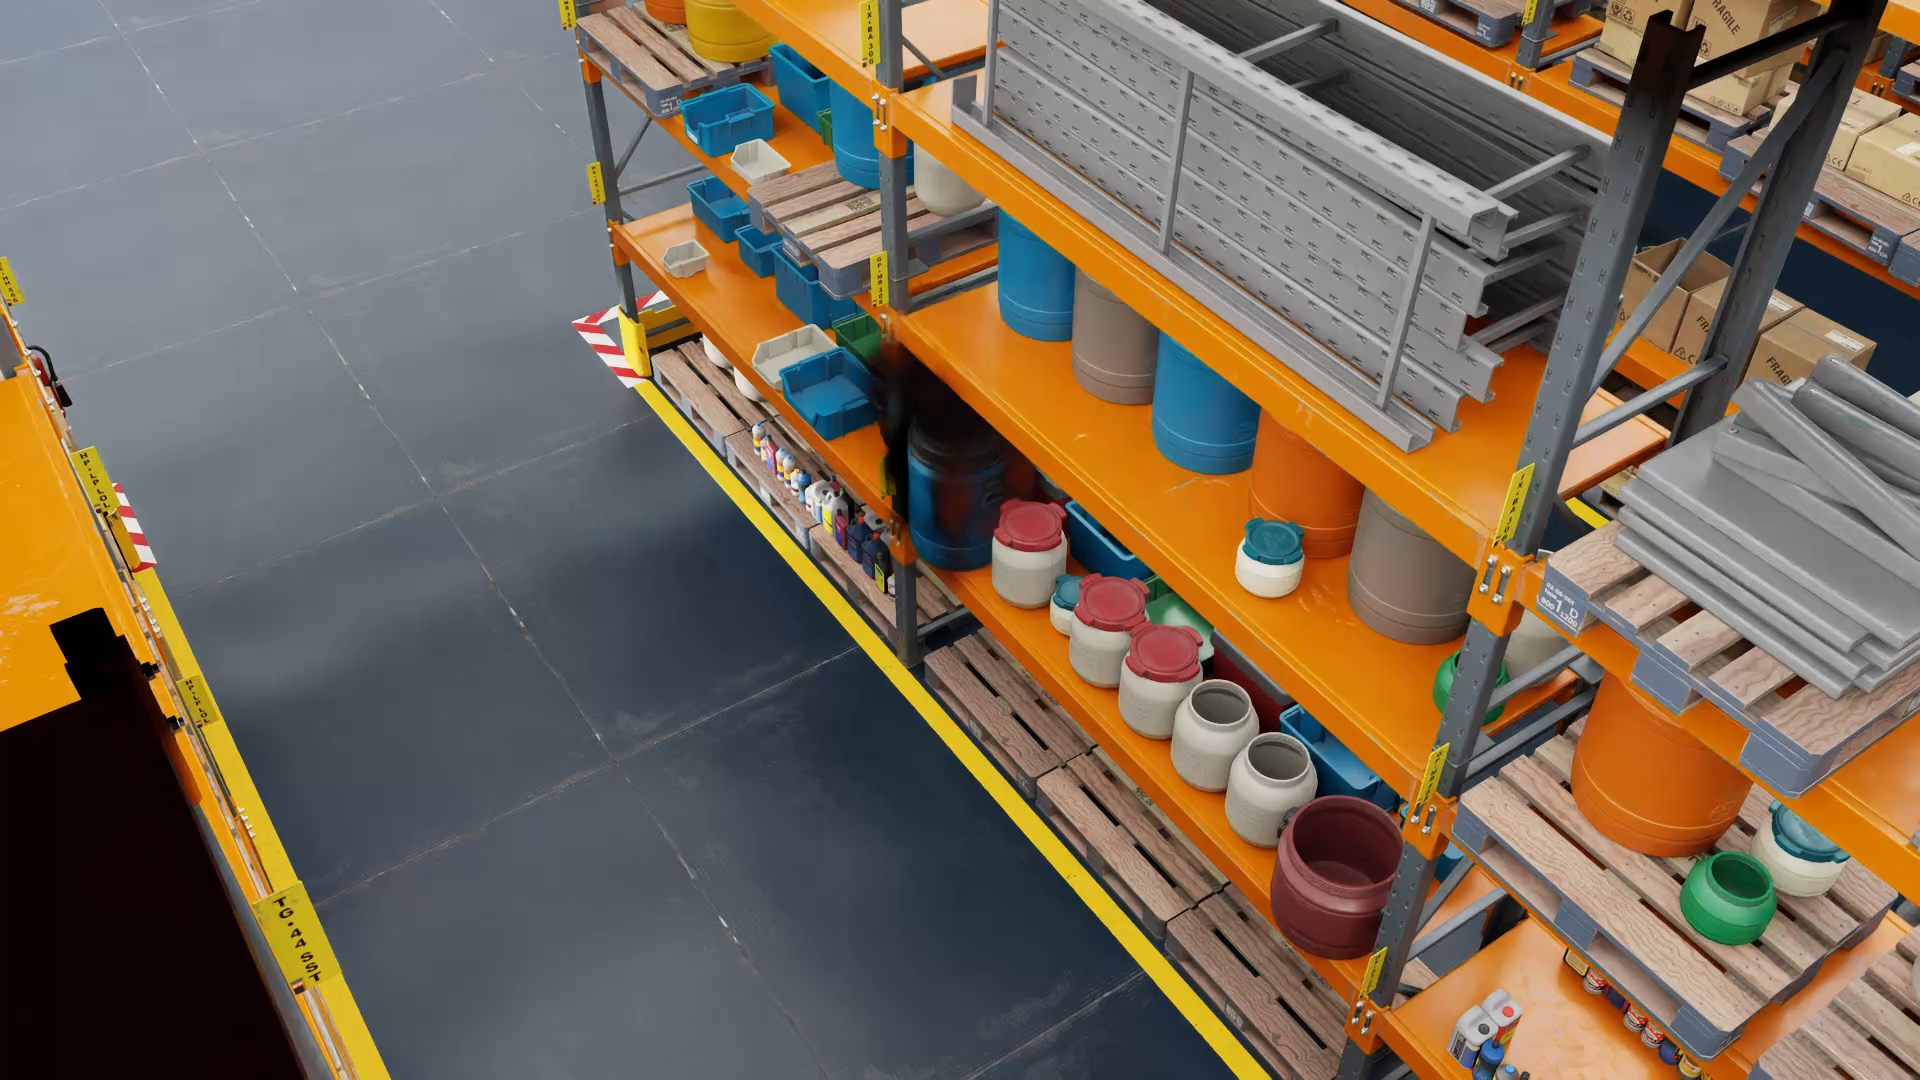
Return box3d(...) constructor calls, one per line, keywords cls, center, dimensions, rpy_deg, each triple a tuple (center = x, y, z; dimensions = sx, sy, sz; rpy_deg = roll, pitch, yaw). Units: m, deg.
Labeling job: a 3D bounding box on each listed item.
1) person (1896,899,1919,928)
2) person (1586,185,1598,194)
box3d(cls="person", center=(5.267, 1.740, 8.577), dimensions=(0.528, 1.787, 0.603), rpy_deg=(-15, 45, -16))
box3d(cls="person", center=(5.682, -3.505, 14.242), dimensions=(0.437, 1.779, 0.722), rpy_deg=(-12, 44, -13))
